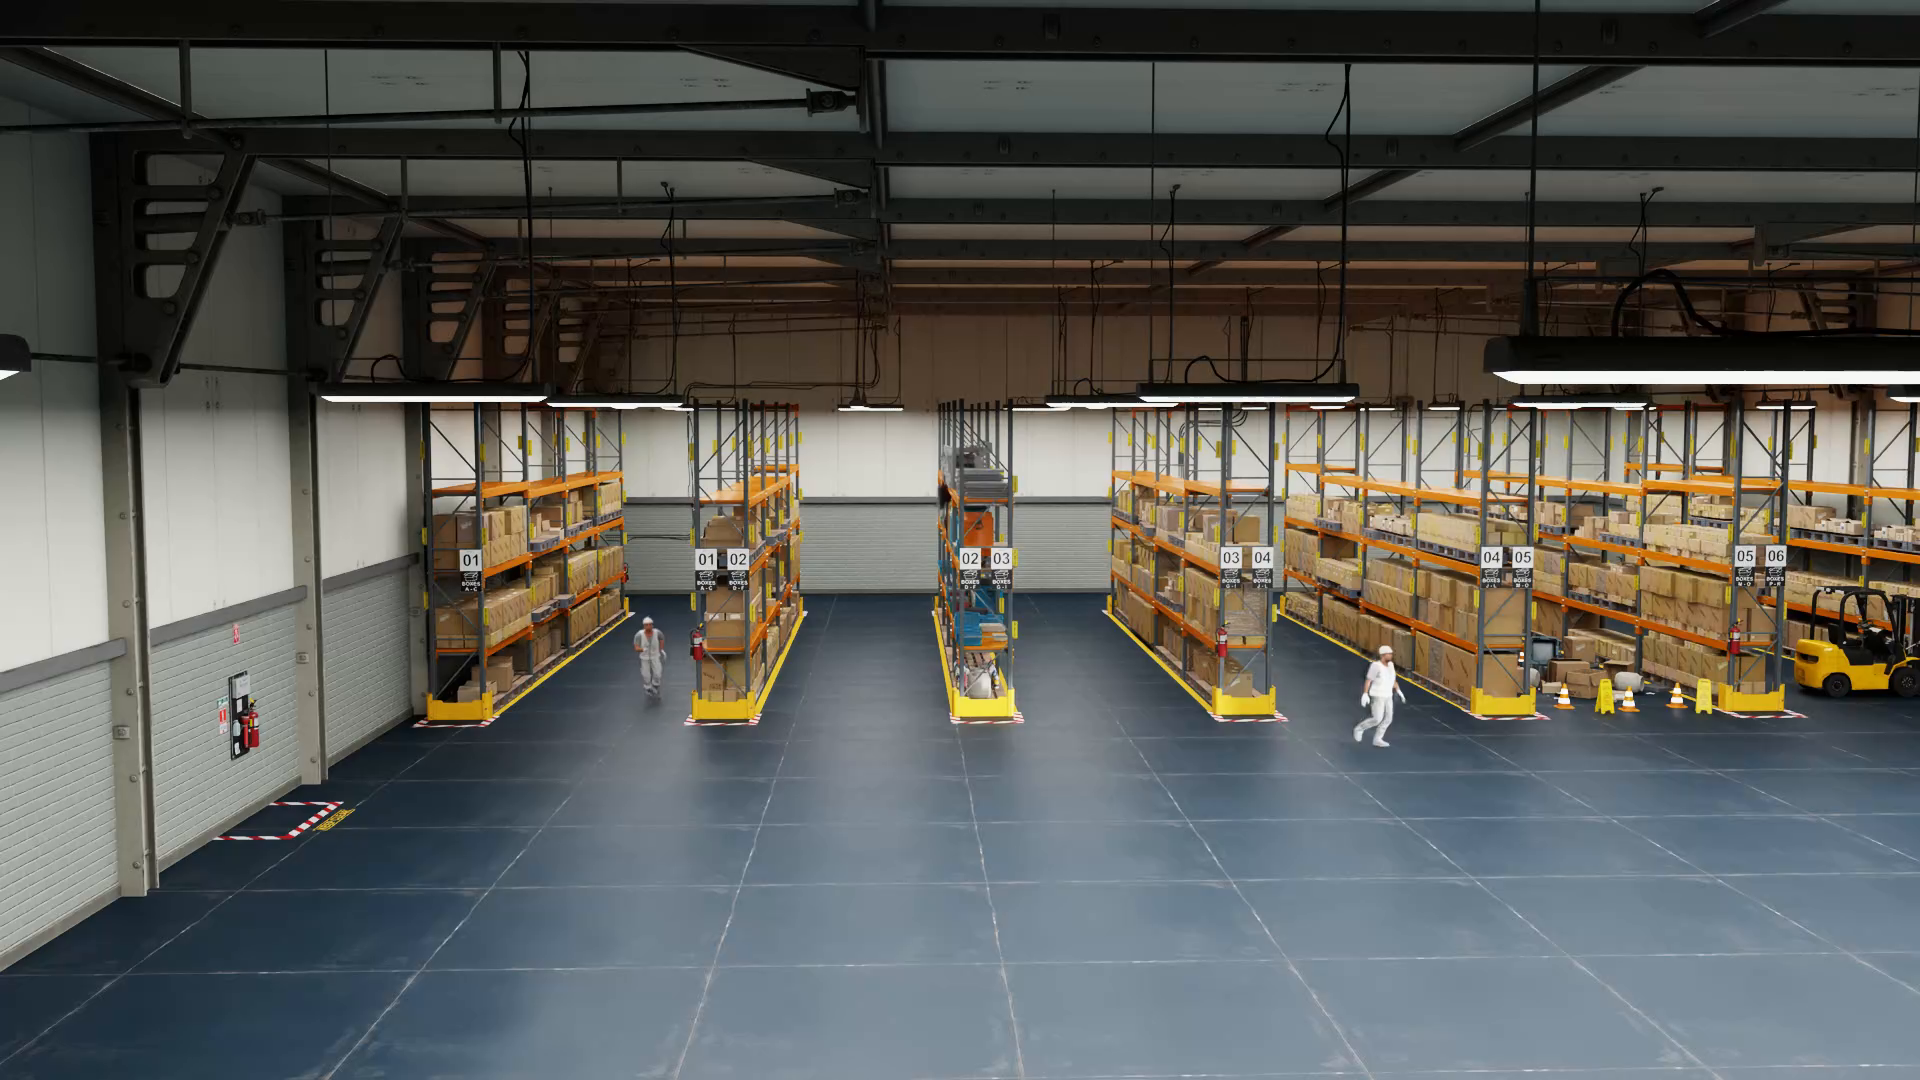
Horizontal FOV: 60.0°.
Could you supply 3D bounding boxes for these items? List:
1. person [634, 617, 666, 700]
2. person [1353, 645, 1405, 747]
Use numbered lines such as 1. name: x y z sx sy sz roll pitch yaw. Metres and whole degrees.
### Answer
1. person: -6.147 2.351 32.997 0.612 1.676 0.884 -1 4 -10
2. person: 7.183 2.673 28.603 0.737 1.748 0.680 -4 6 -40
